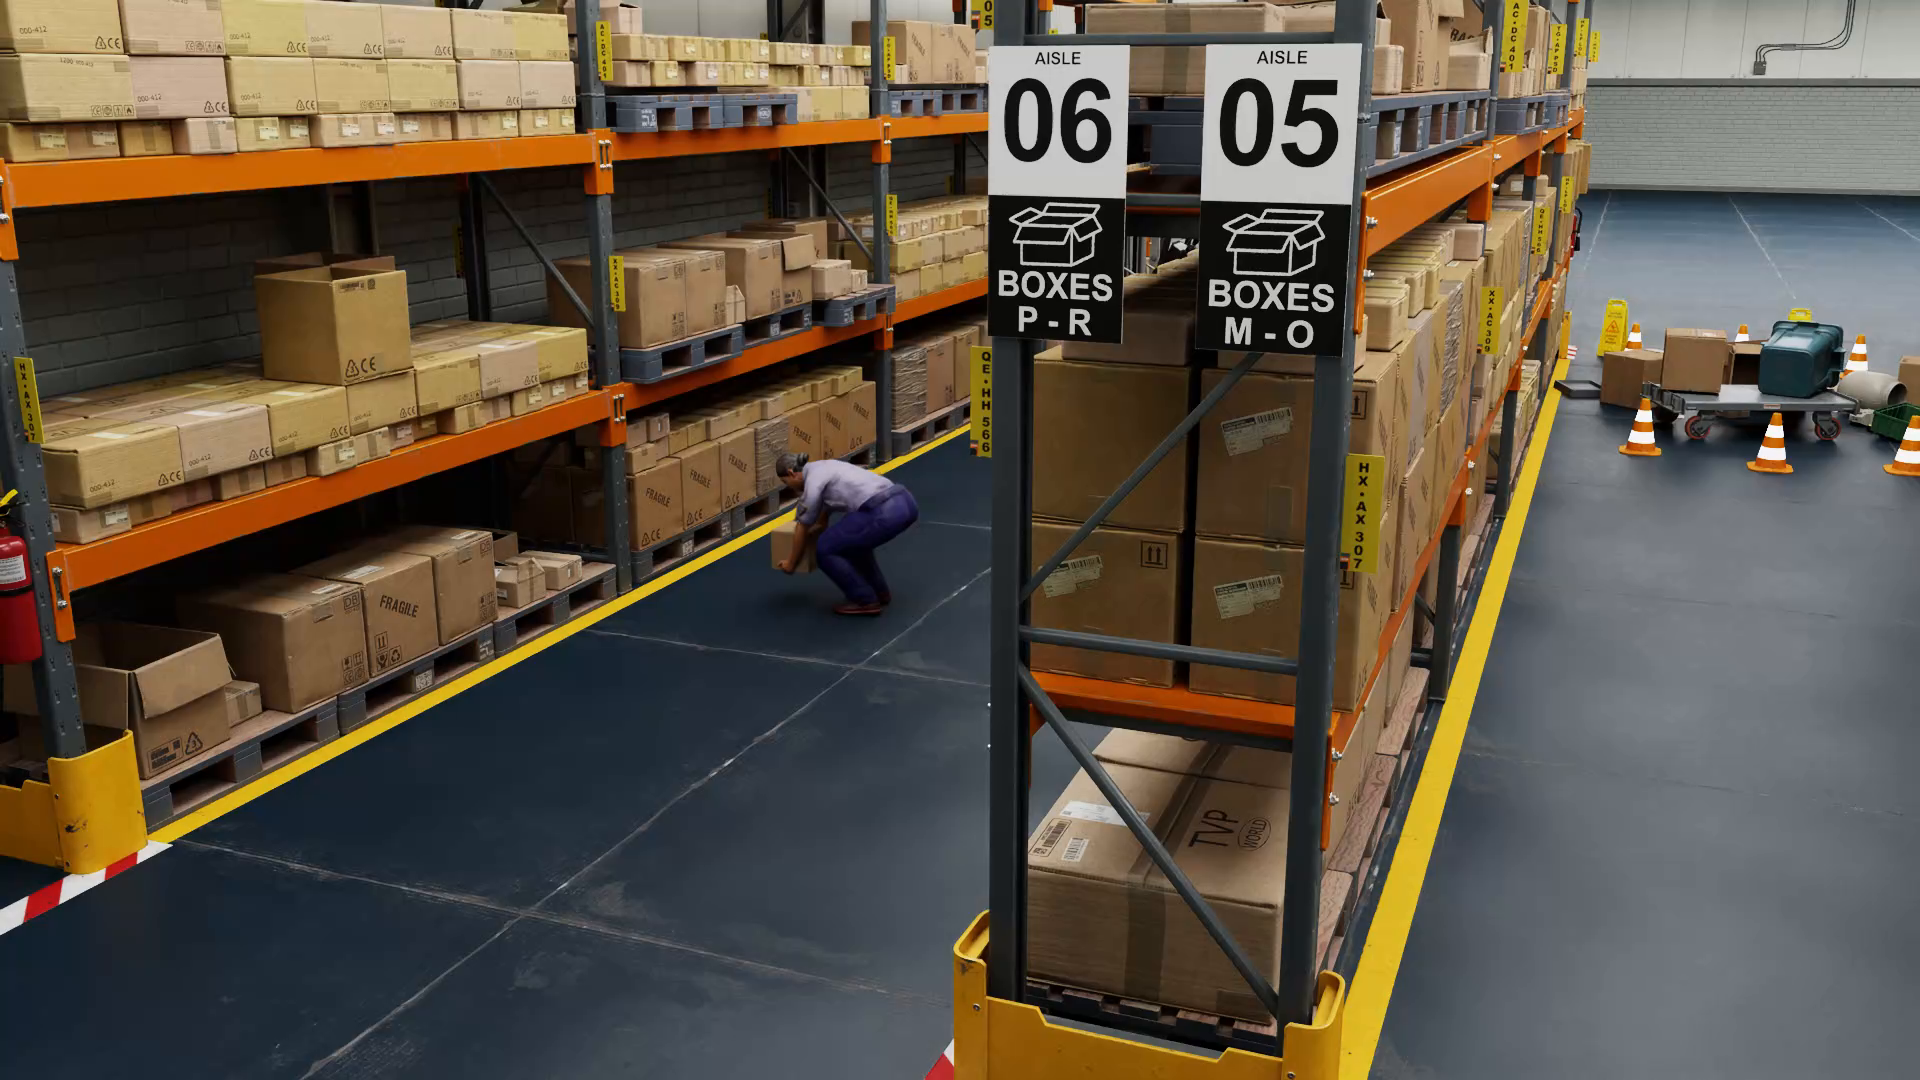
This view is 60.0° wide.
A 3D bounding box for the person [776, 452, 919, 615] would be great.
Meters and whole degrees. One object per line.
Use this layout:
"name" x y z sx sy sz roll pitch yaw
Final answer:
"person" -0.732 -0.053 10.081 0.801 0.938 0.515 5 16 19
